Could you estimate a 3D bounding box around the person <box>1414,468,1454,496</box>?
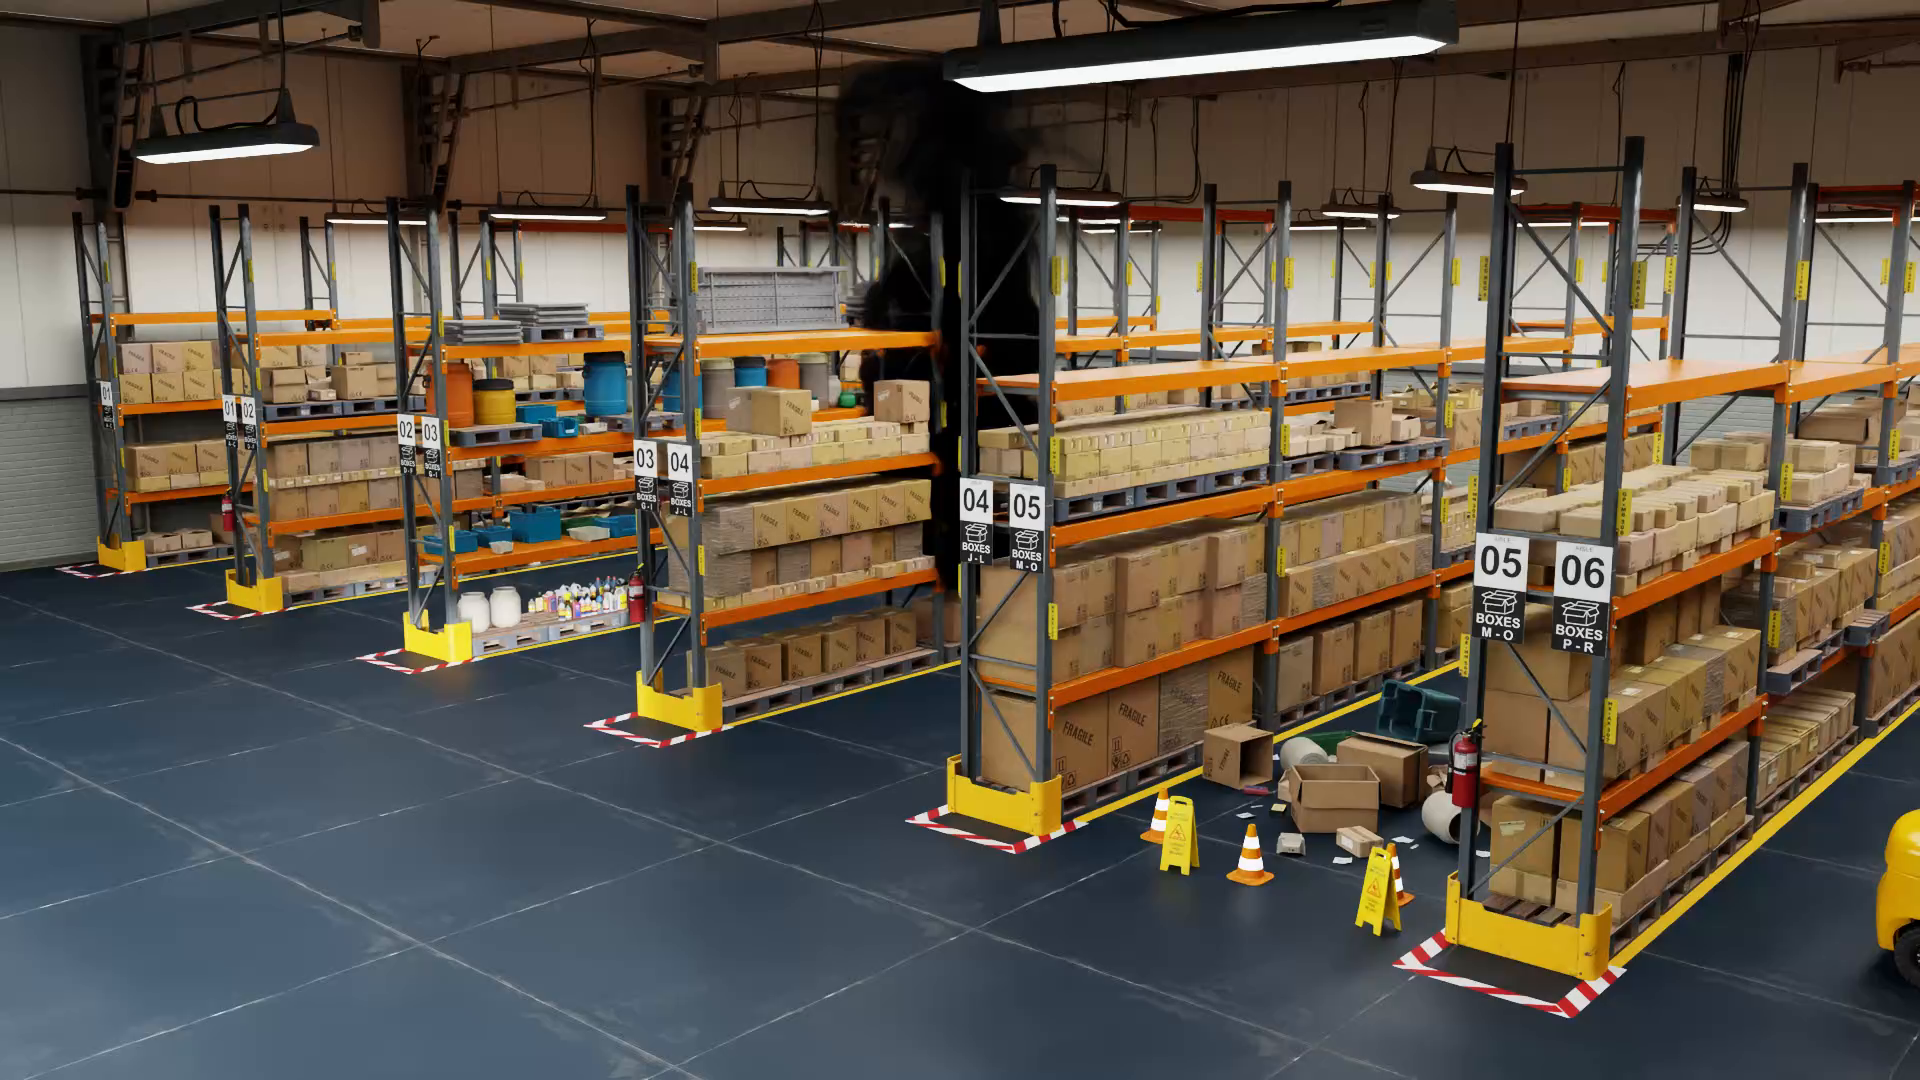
[{"bbox_3d":[8.326,-0.552,29.294,0.671,1.724,0.628,4,10,21],"label":"person"}]
